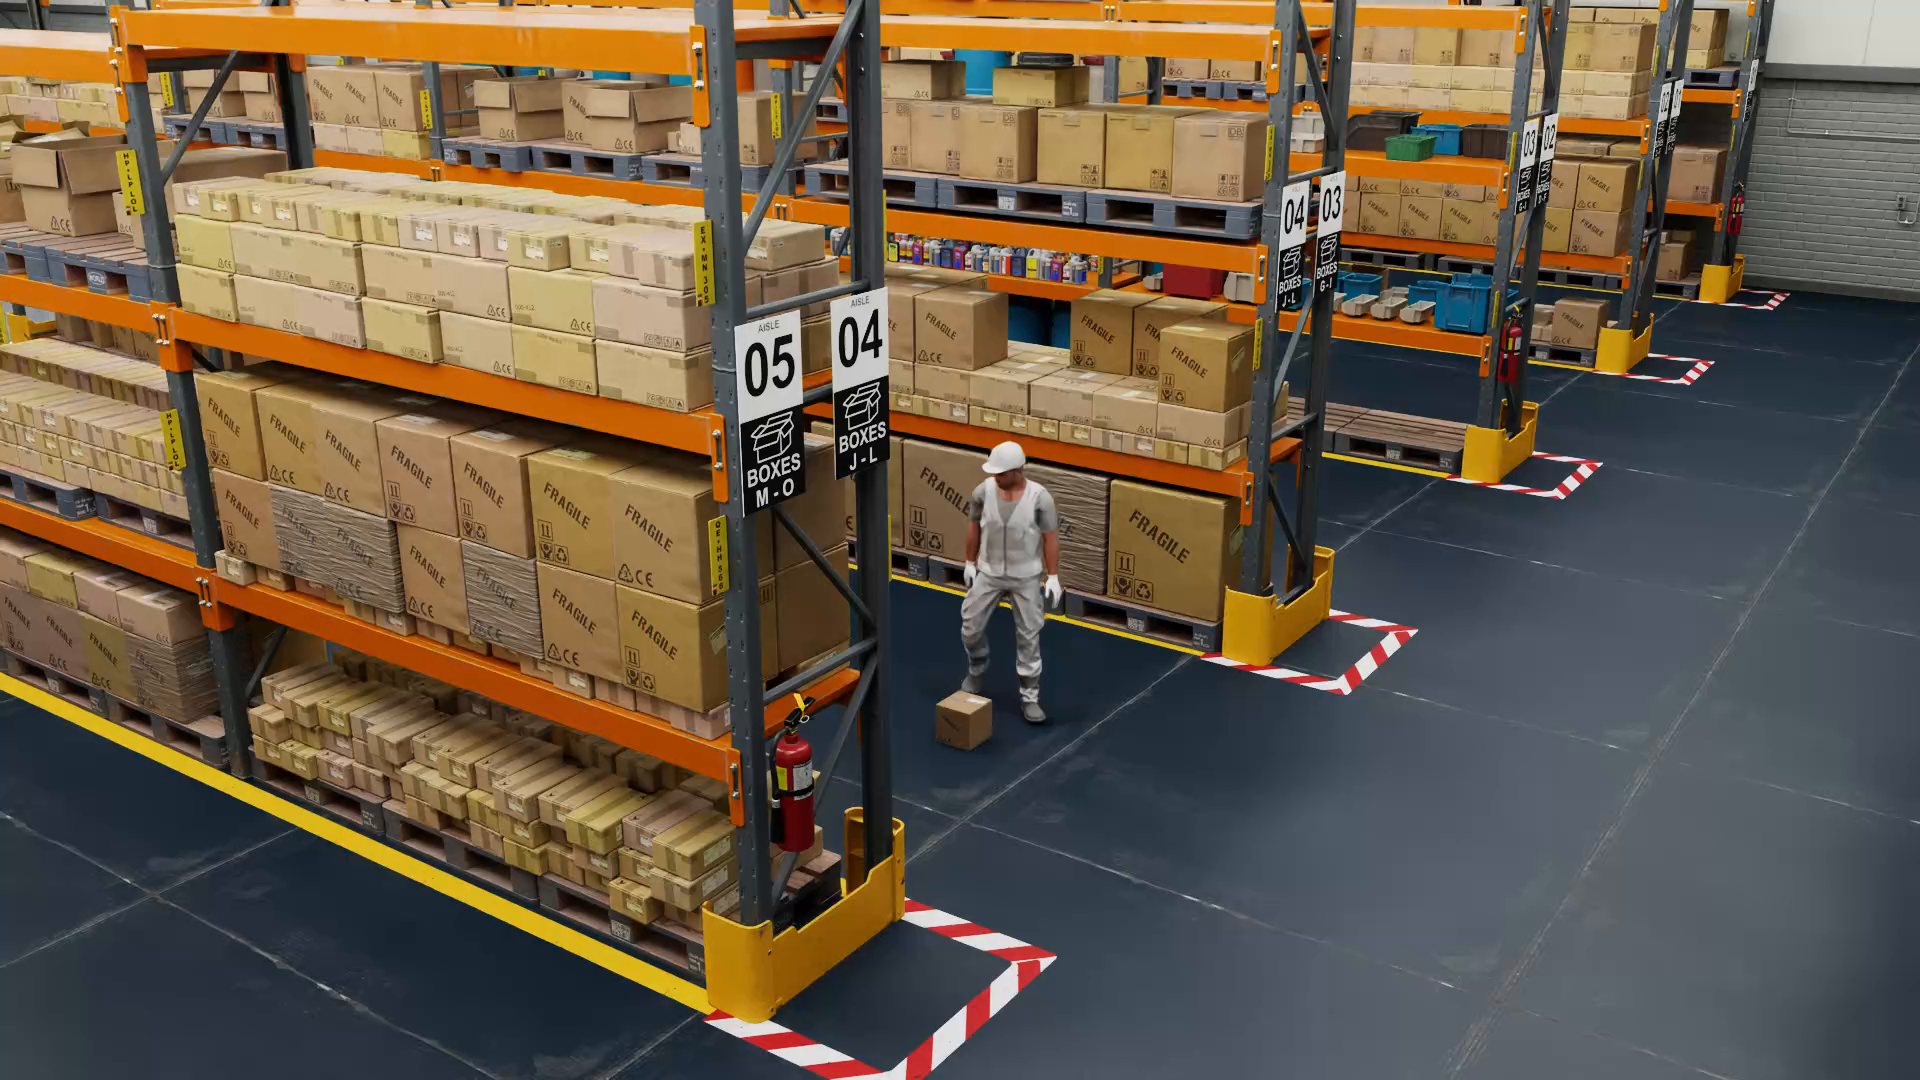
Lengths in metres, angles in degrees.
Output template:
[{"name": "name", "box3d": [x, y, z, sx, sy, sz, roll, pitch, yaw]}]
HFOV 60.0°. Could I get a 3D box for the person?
[{"name": "person", "box3d": [0.316, 0.229, 10.360, 0.664, 1.786, 0.525, 4, 20, 11]}]
